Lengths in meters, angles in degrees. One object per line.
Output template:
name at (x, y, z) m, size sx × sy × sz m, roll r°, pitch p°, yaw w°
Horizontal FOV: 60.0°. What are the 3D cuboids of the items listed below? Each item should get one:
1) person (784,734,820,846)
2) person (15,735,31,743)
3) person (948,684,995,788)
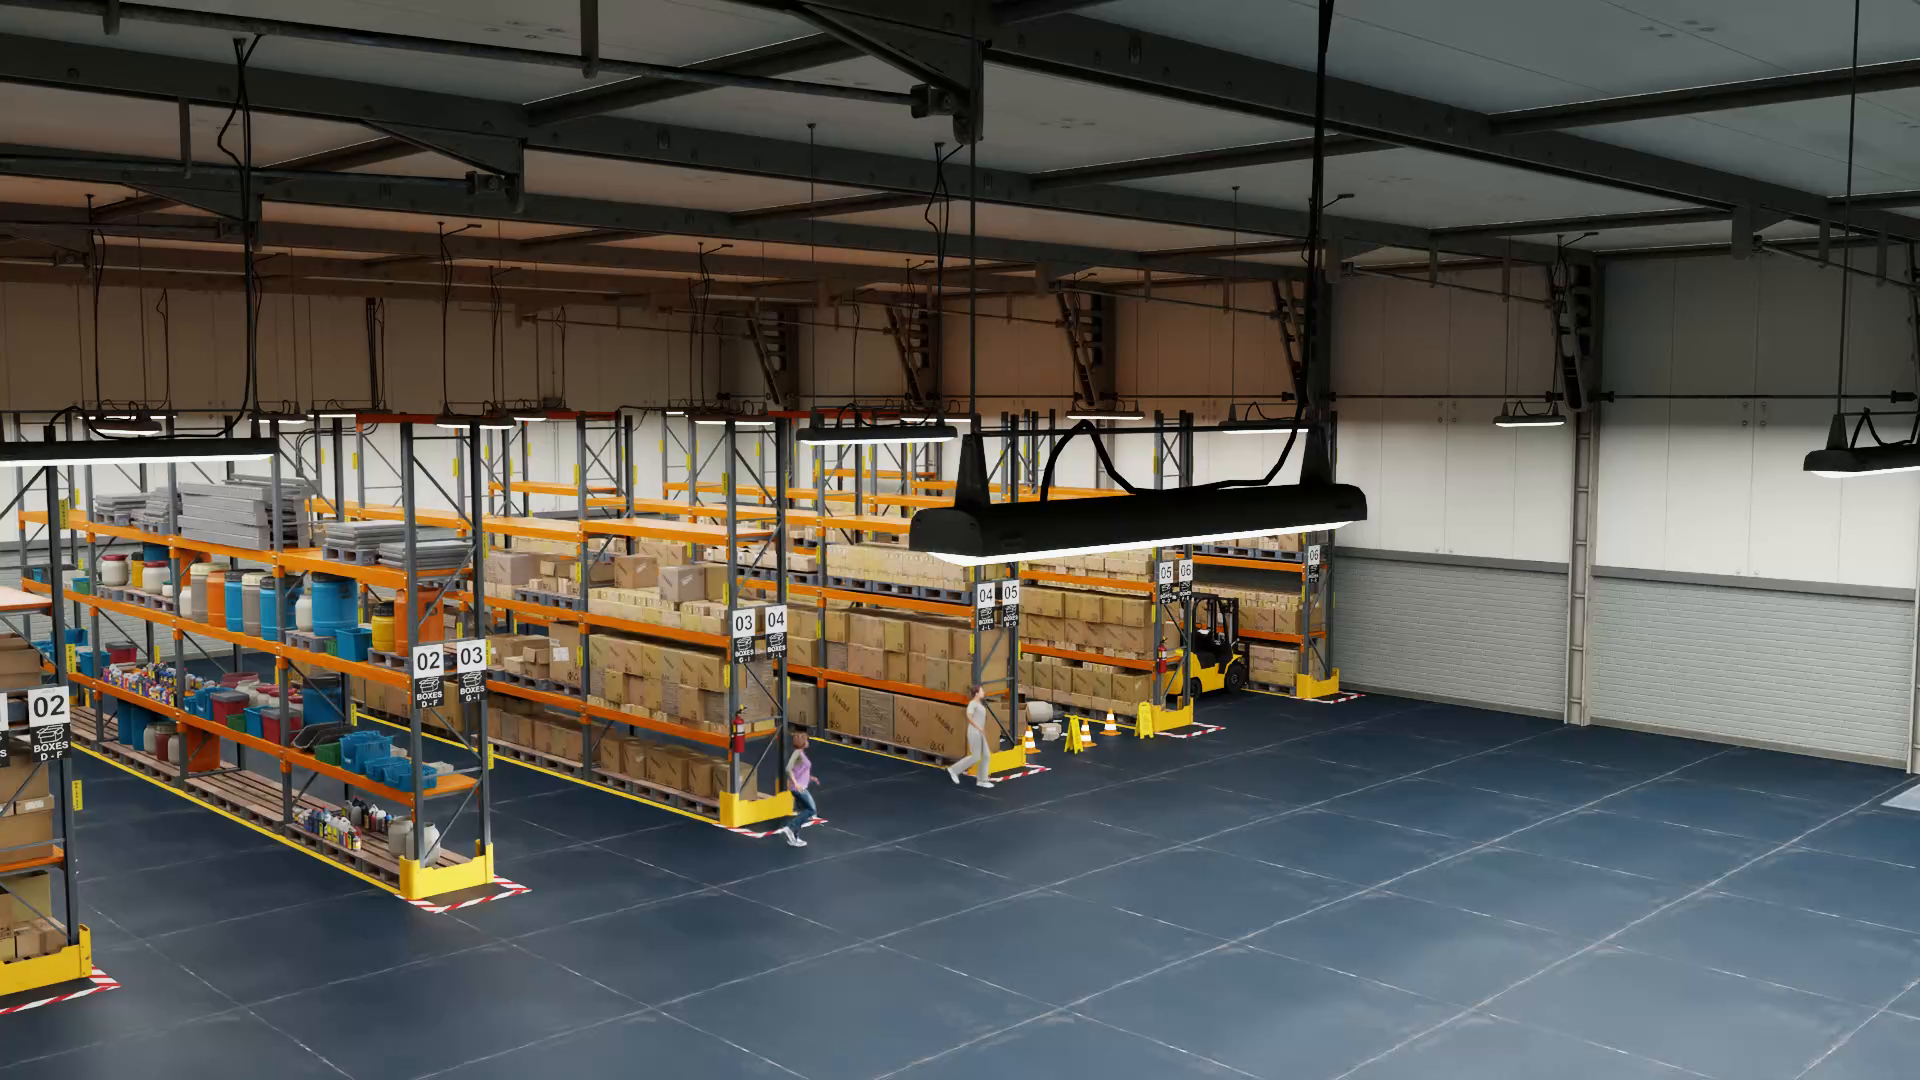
person at (-2.235, 3.521, 23.509) m, size 0.505 × 1.555 × 0.570 m, roll 0°, pitch 5°, yaw -5°
person at (-14.635, 3.150, 26.127) m, size 0.892 × 1.772 × 0.698 m, roll 3°, pitch 6°, yaw 33°
person at (0.225, 3.166, 27.075) m, size 0.761 × 1.646 × 0.625 m, roll 1°, pitch 5°, yaw 12°
